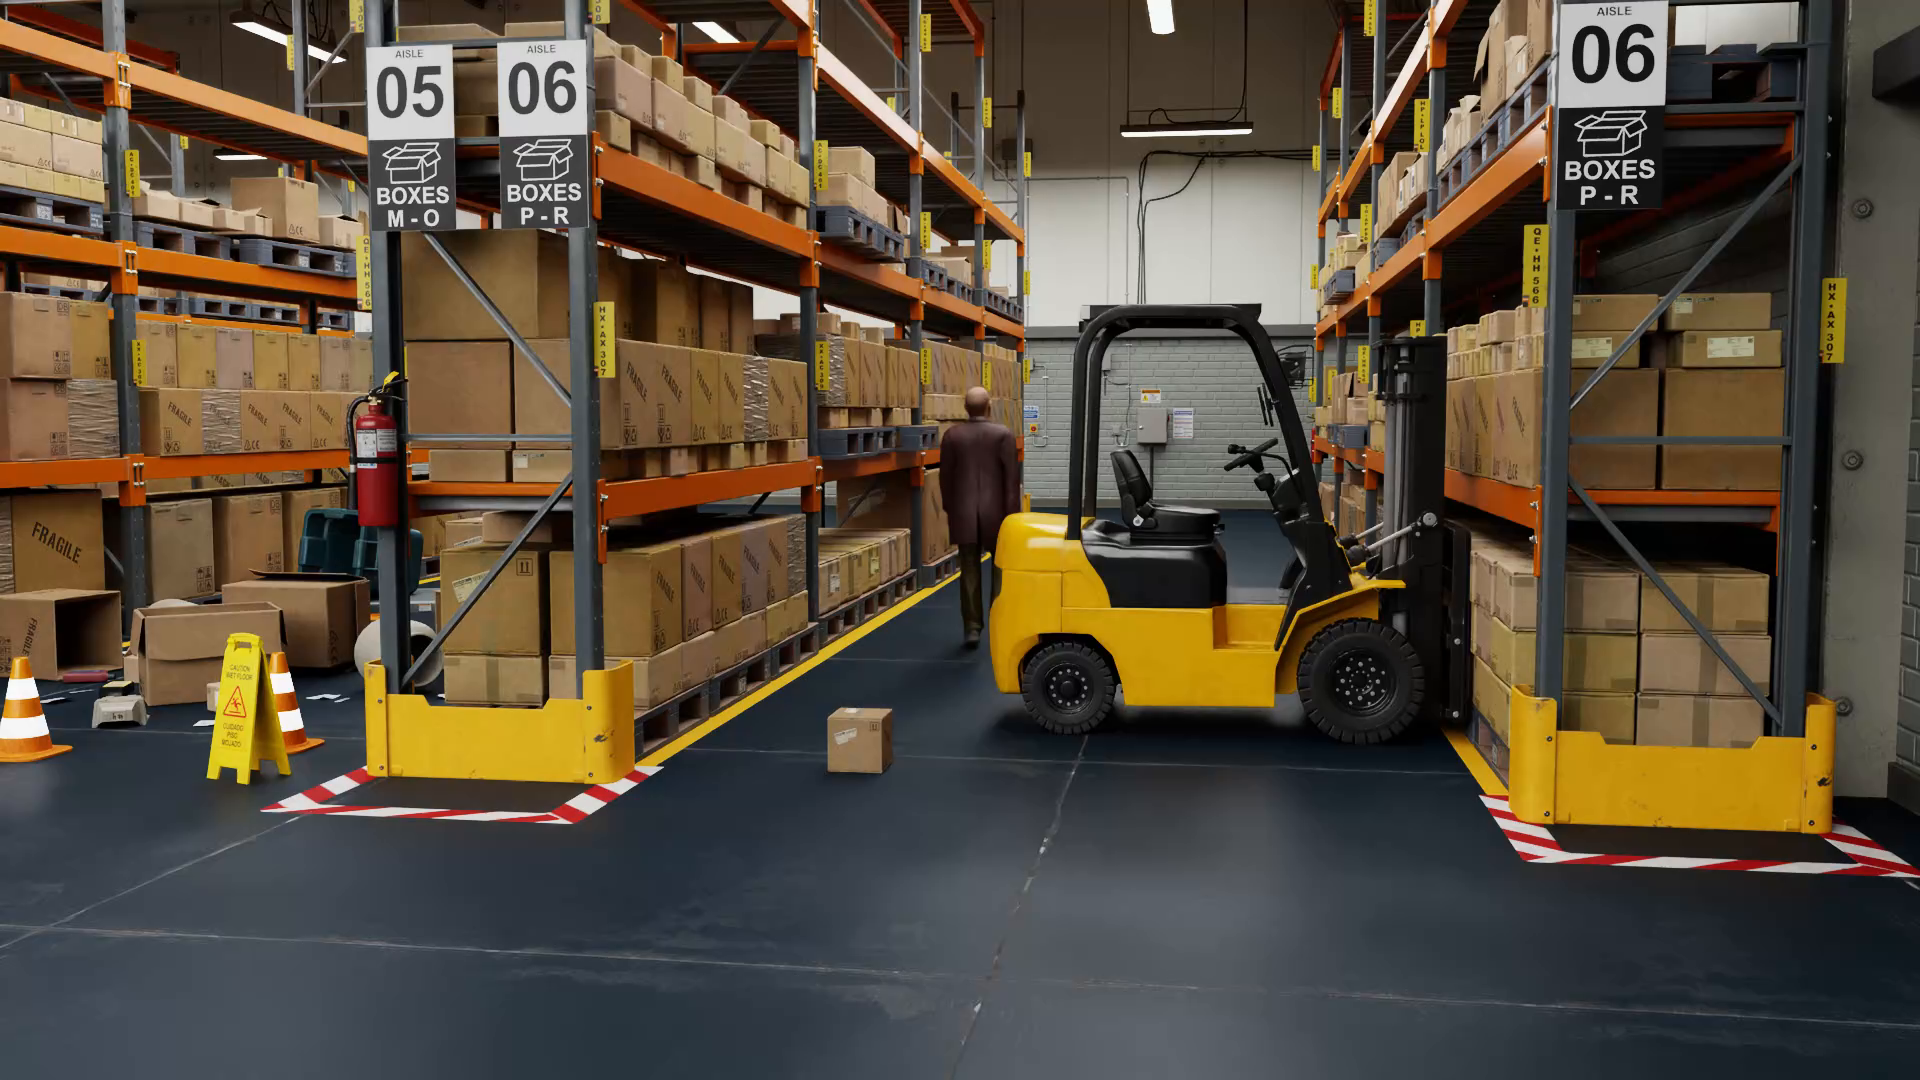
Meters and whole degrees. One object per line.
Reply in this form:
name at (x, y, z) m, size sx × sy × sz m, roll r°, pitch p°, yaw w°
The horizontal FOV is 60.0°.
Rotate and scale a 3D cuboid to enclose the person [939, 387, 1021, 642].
person at (0.141, -0.147, 11.633) m, size 0.583 × 1.843 × 0.566 m, roll 0°, pitch 4°, yaw 5°
